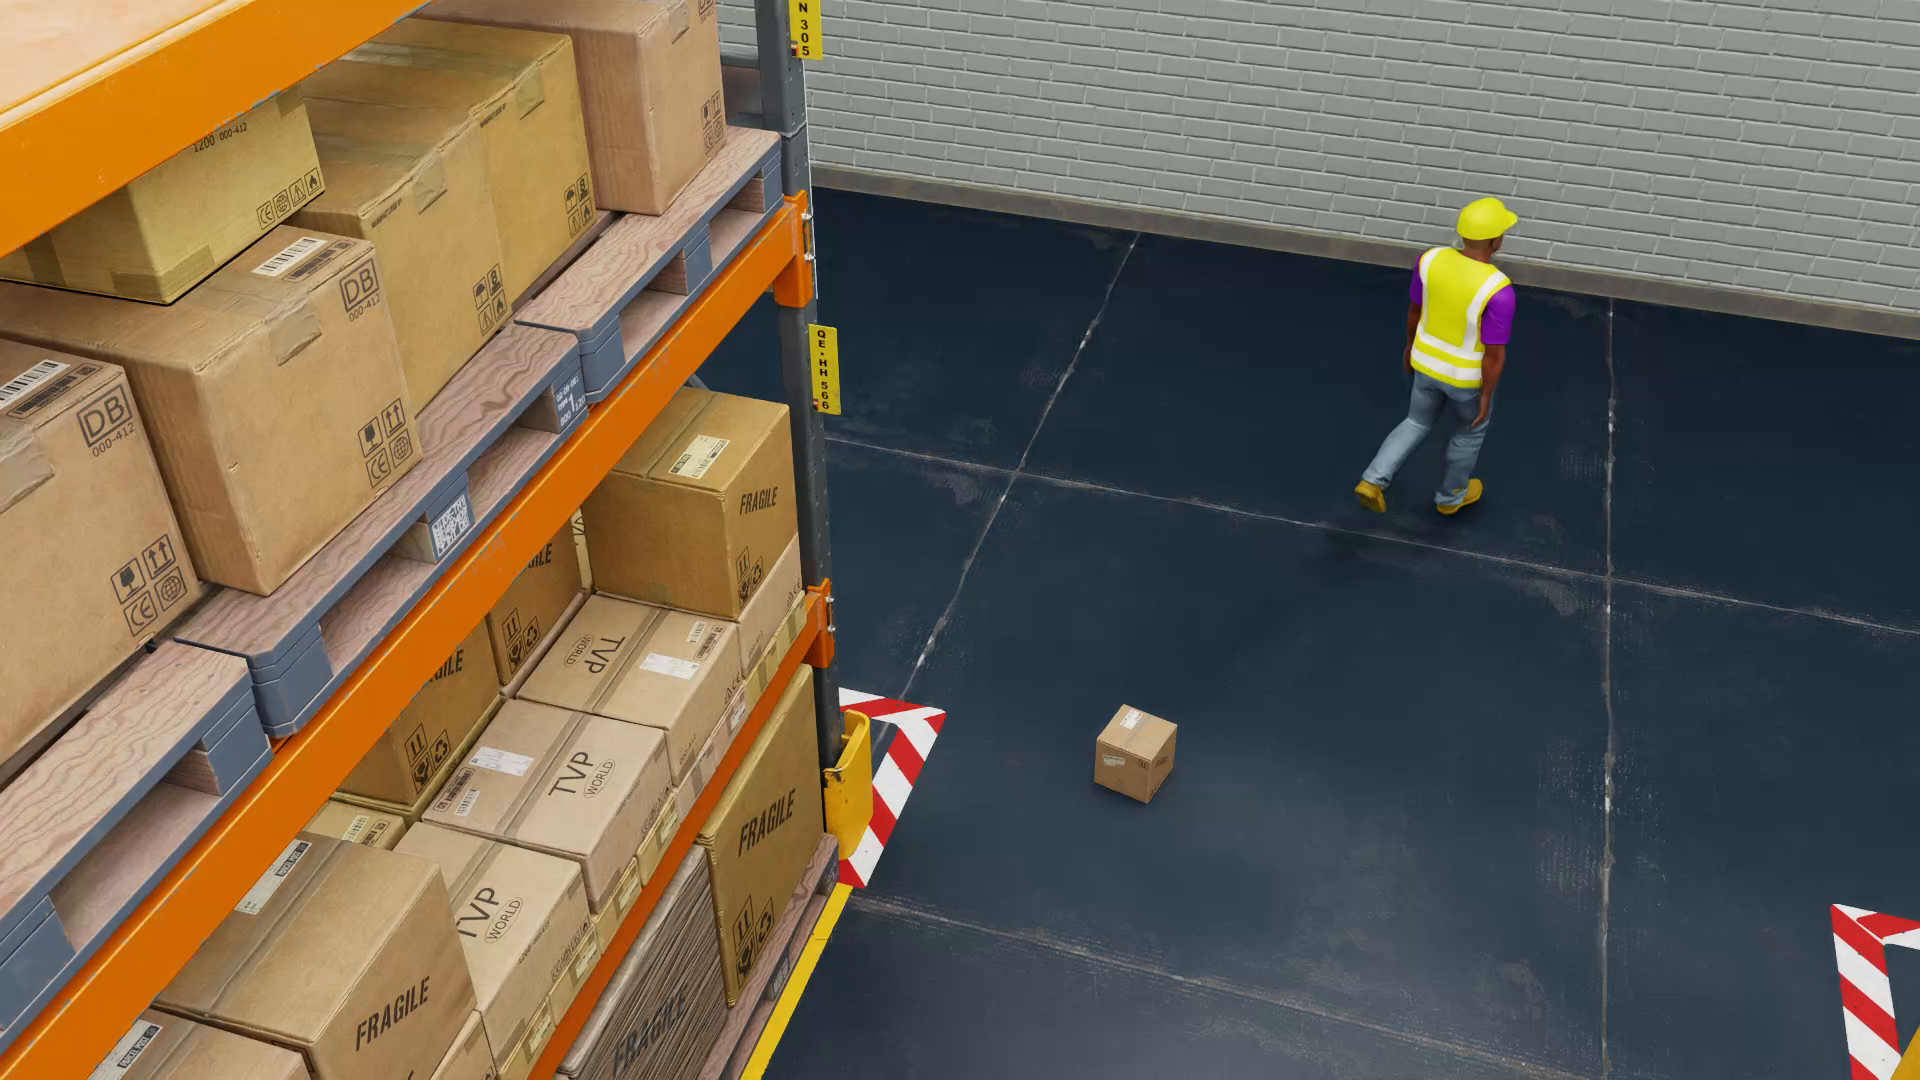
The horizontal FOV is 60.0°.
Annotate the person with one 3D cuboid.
[{"bbox_3d":[2.331,-0.817,7.948,0.820,1.750,0.582,-27,45,-32],"label":"person"}]
